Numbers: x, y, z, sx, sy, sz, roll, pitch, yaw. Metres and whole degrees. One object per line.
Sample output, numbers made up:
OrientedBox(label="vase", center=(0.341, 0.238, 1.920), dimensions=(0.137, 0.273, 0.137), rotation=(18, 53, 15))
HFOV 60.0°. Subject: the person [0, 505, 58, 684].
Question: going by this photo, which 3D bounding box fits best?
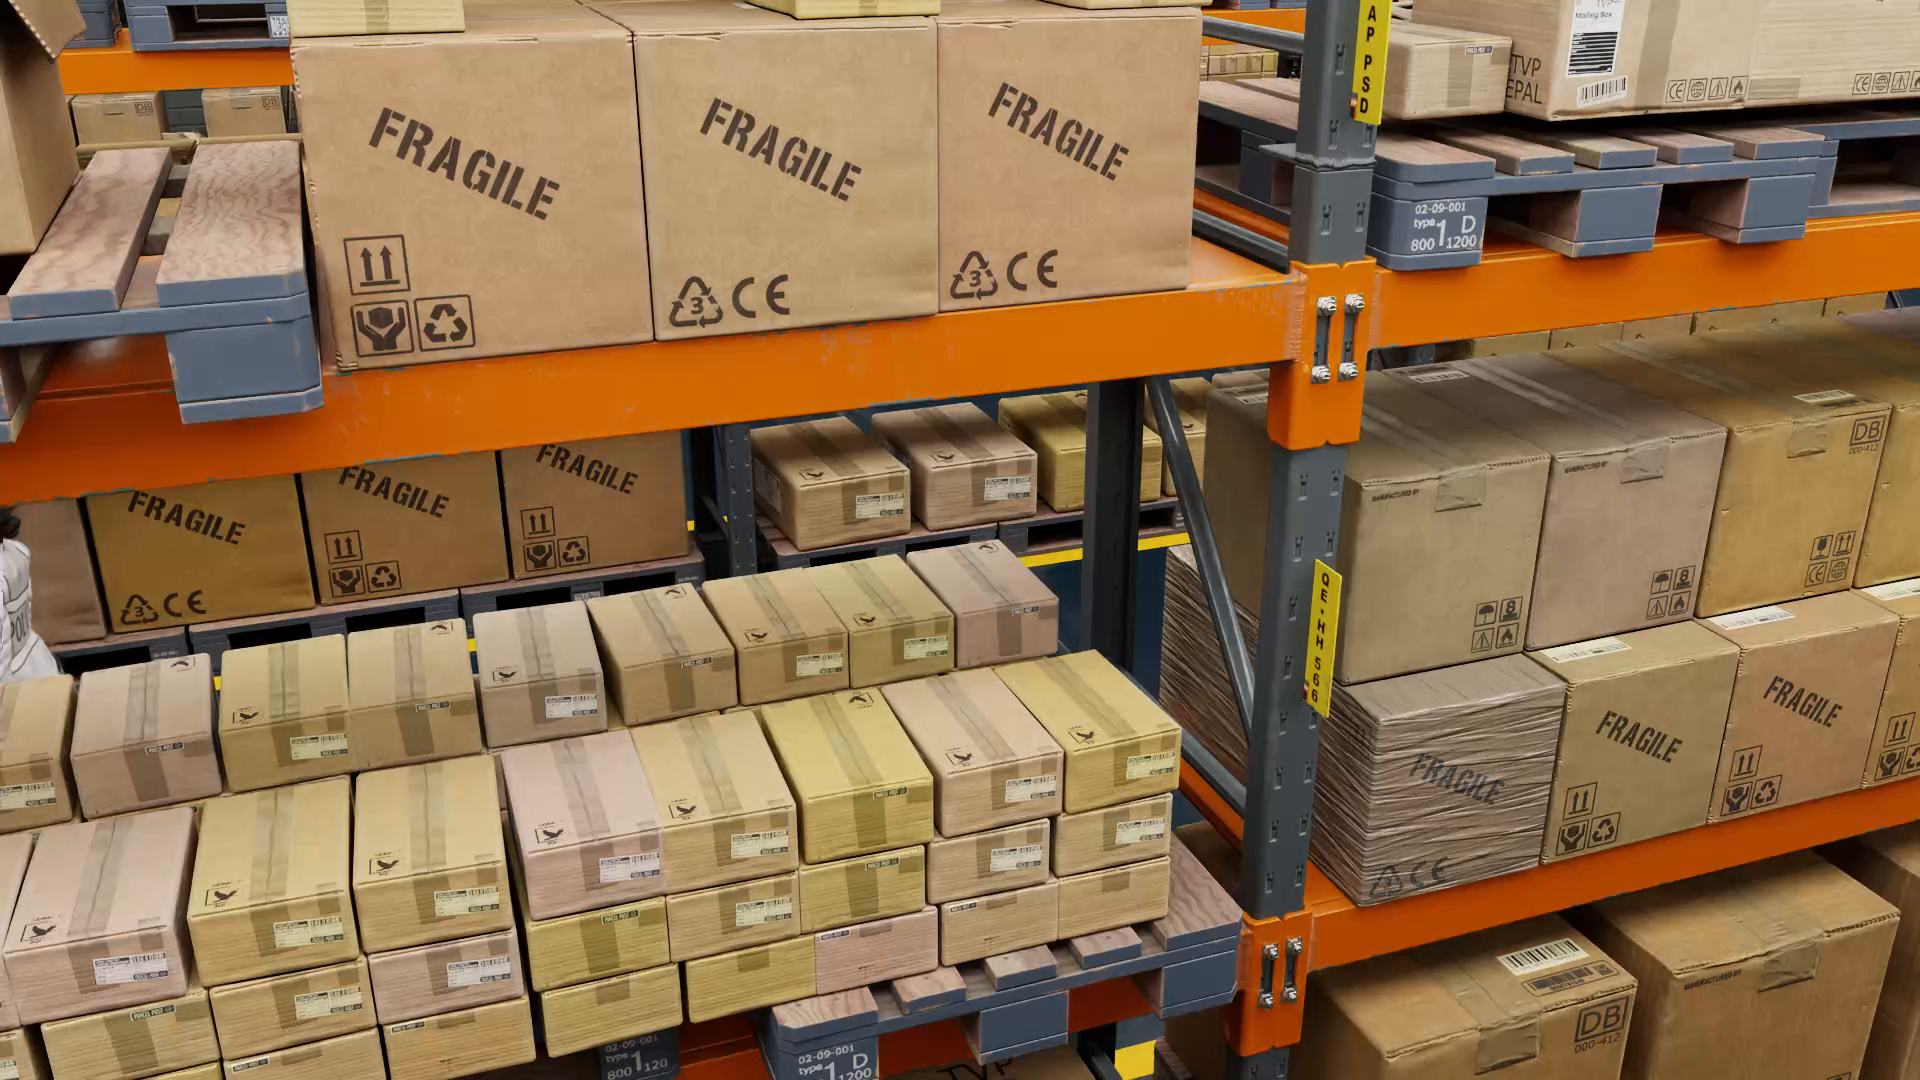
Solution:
OrientedBox(label="person", center=(-3.228, 0.549, 5.687), dimensions=(0.489, 1.679, 0.483), rotation=(-4, 23, -11))
